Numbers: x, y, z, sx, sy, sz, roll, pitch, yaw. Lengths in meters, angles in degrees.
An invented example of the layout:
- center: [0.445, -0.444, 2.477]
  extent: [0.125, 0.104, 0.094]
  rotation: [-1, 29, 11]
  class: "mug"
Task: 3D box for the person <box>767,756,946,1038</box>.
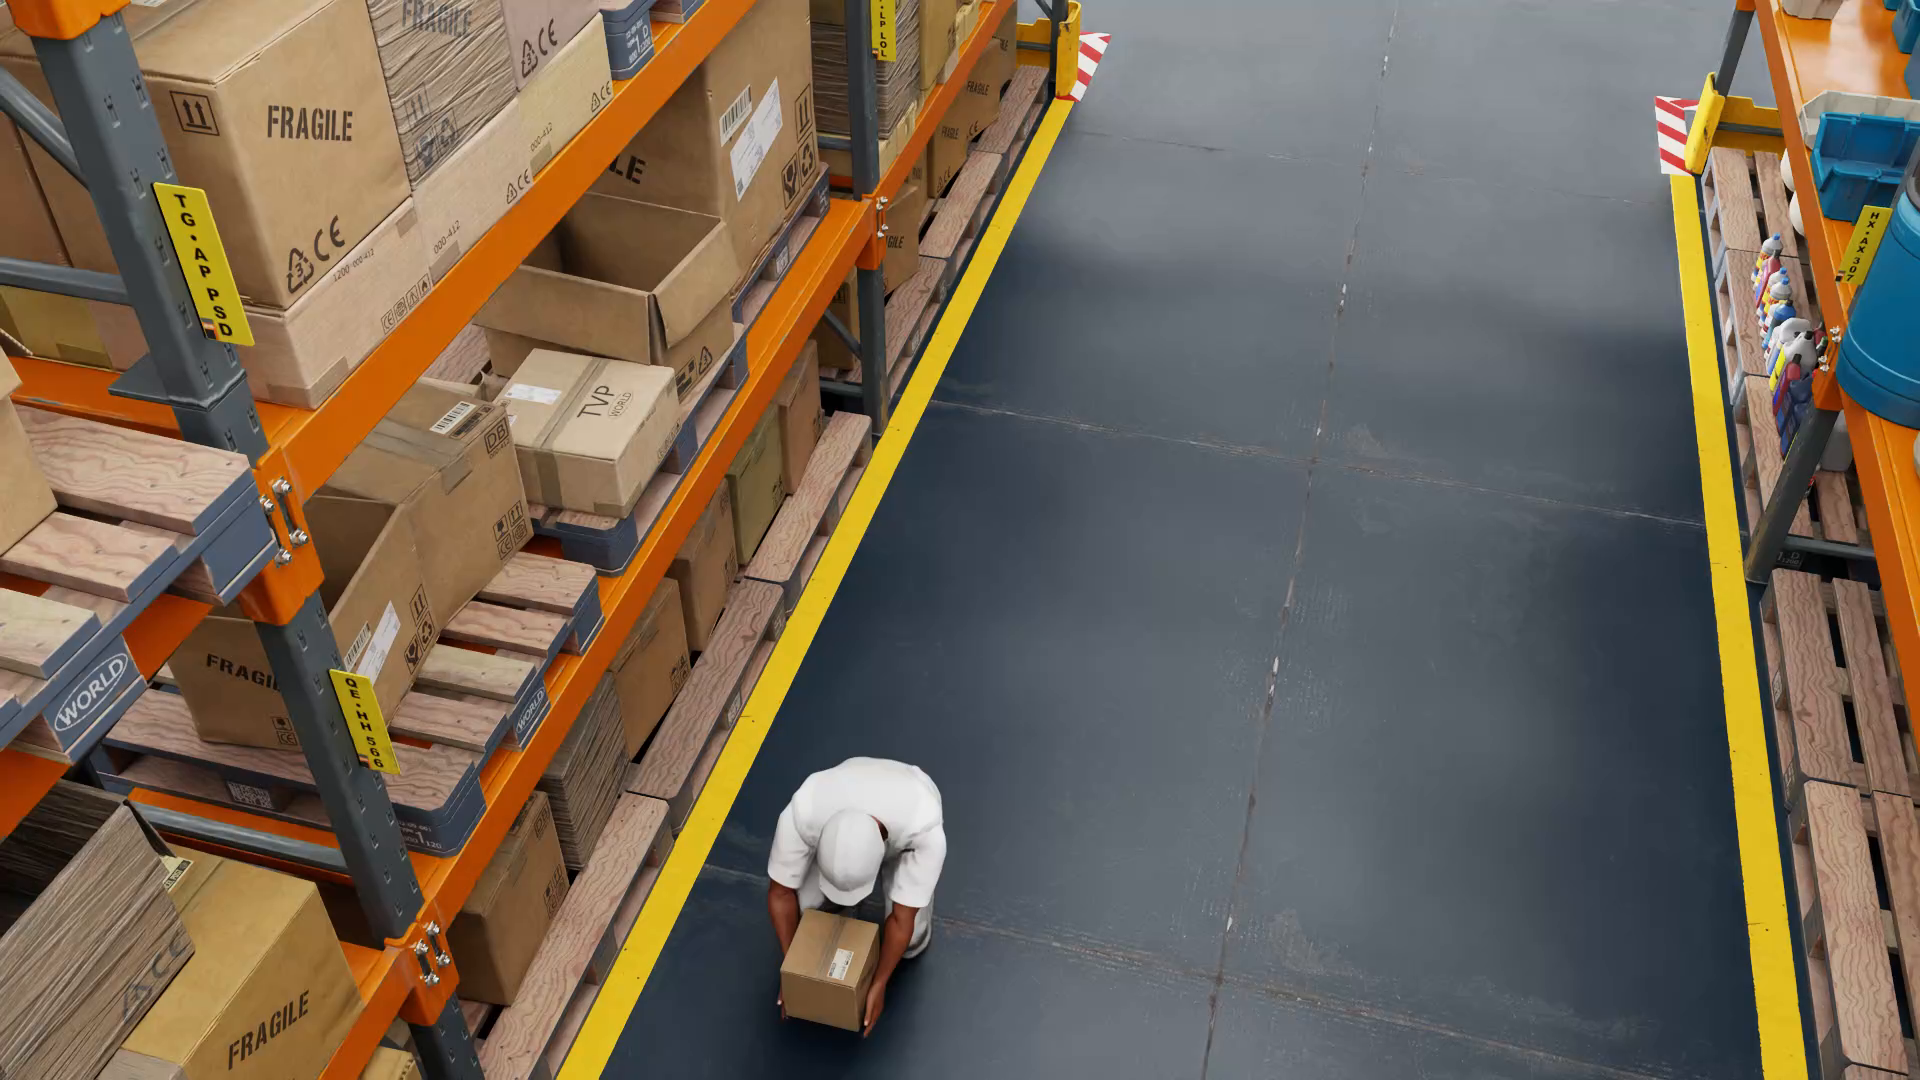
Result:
- center: [-0.313, 1.060, 5.503]
  extent: [0.578, 1.003, 0.881]
  rotation: [9, 42, 11]
  class: "person"
